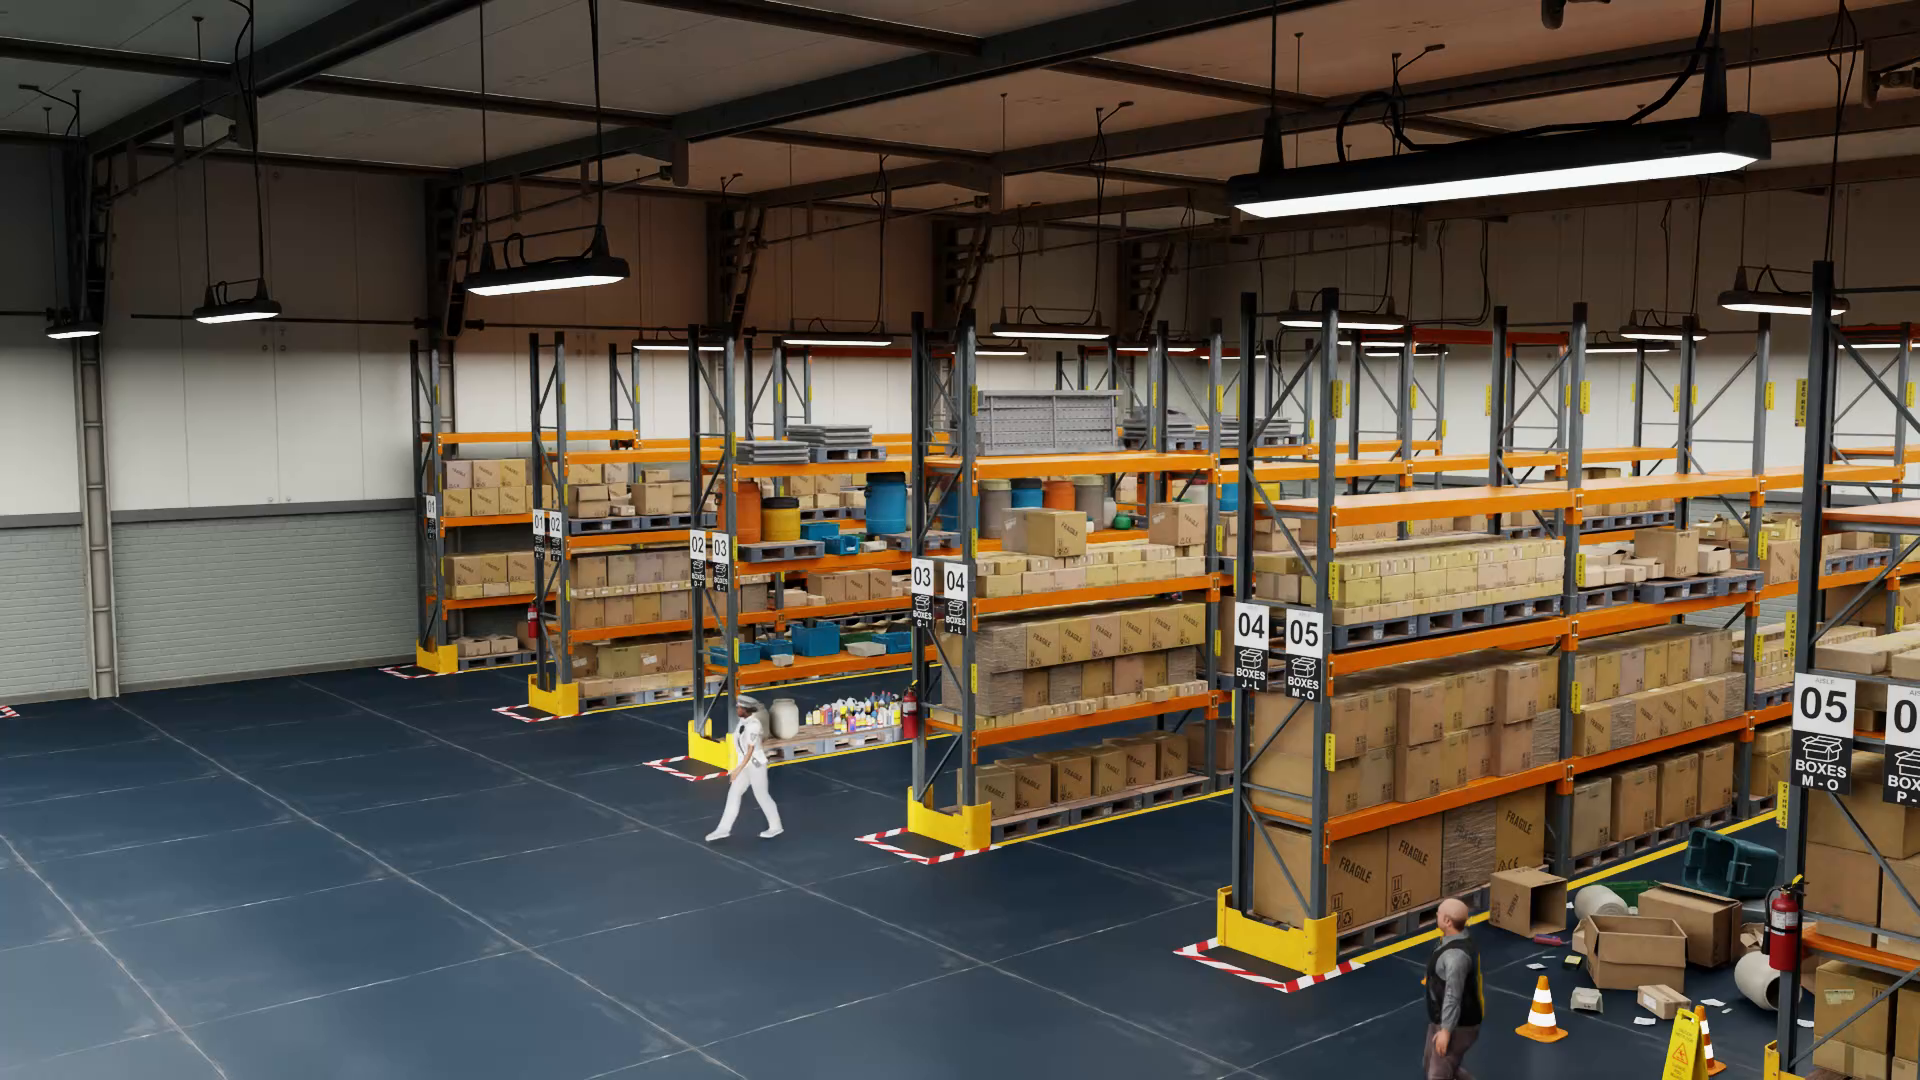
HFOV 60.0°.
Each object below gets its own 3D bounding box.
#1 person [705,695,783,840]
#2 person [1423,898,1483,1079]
[{"bbox_3d":[-2.462,2.581,18.891,0.913,1.637,0.472,-3,6,-29],"label":"person"},{"bbox_3d":[3.388,3.259,11.228,0.610,1.710,0.529,1,5,8],"label":"person"}]
